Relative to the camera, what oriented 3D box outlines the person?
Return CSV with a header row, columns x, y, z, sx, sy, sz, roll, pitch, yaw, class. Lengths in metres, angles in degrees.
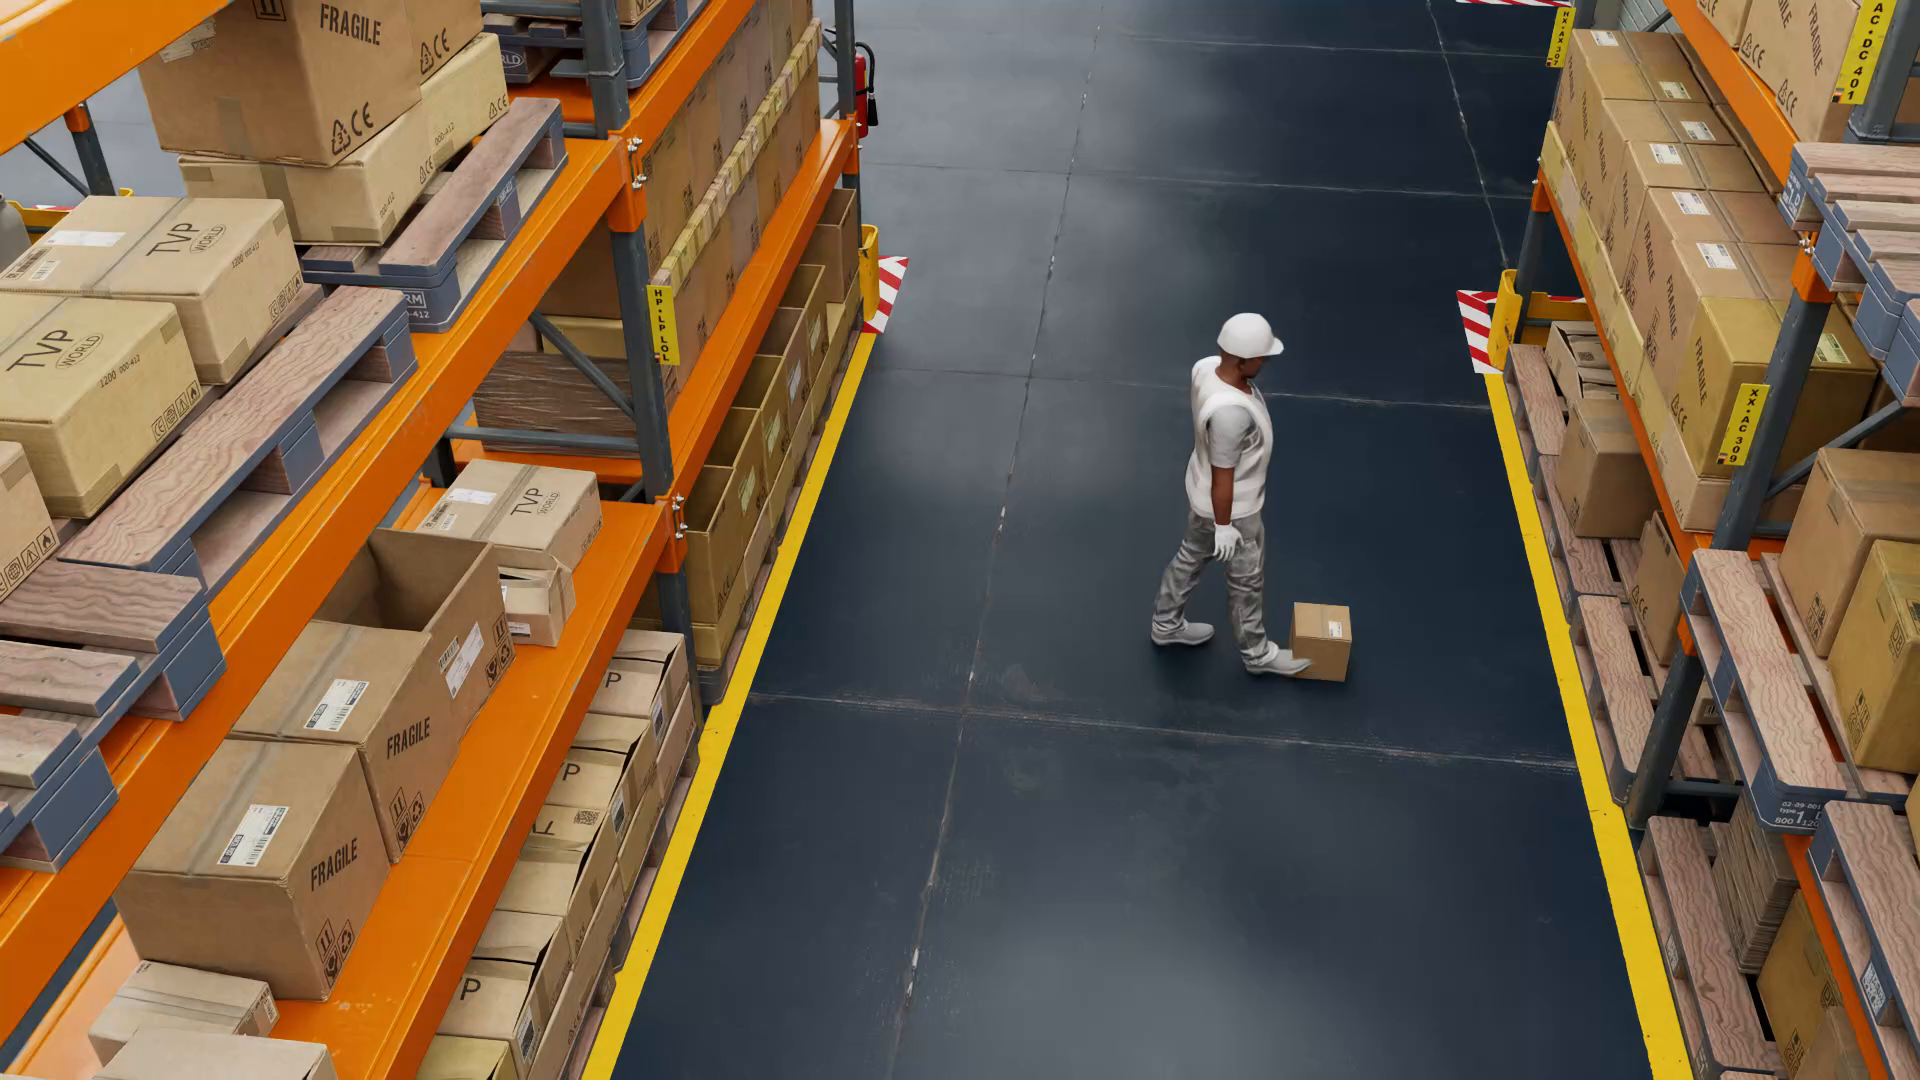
x,y,z,sx,sy,sz,roll,pitch,yaw,class
1.256,-0.190,7.280,0.712,1.778,0.592,0,36,0,person
